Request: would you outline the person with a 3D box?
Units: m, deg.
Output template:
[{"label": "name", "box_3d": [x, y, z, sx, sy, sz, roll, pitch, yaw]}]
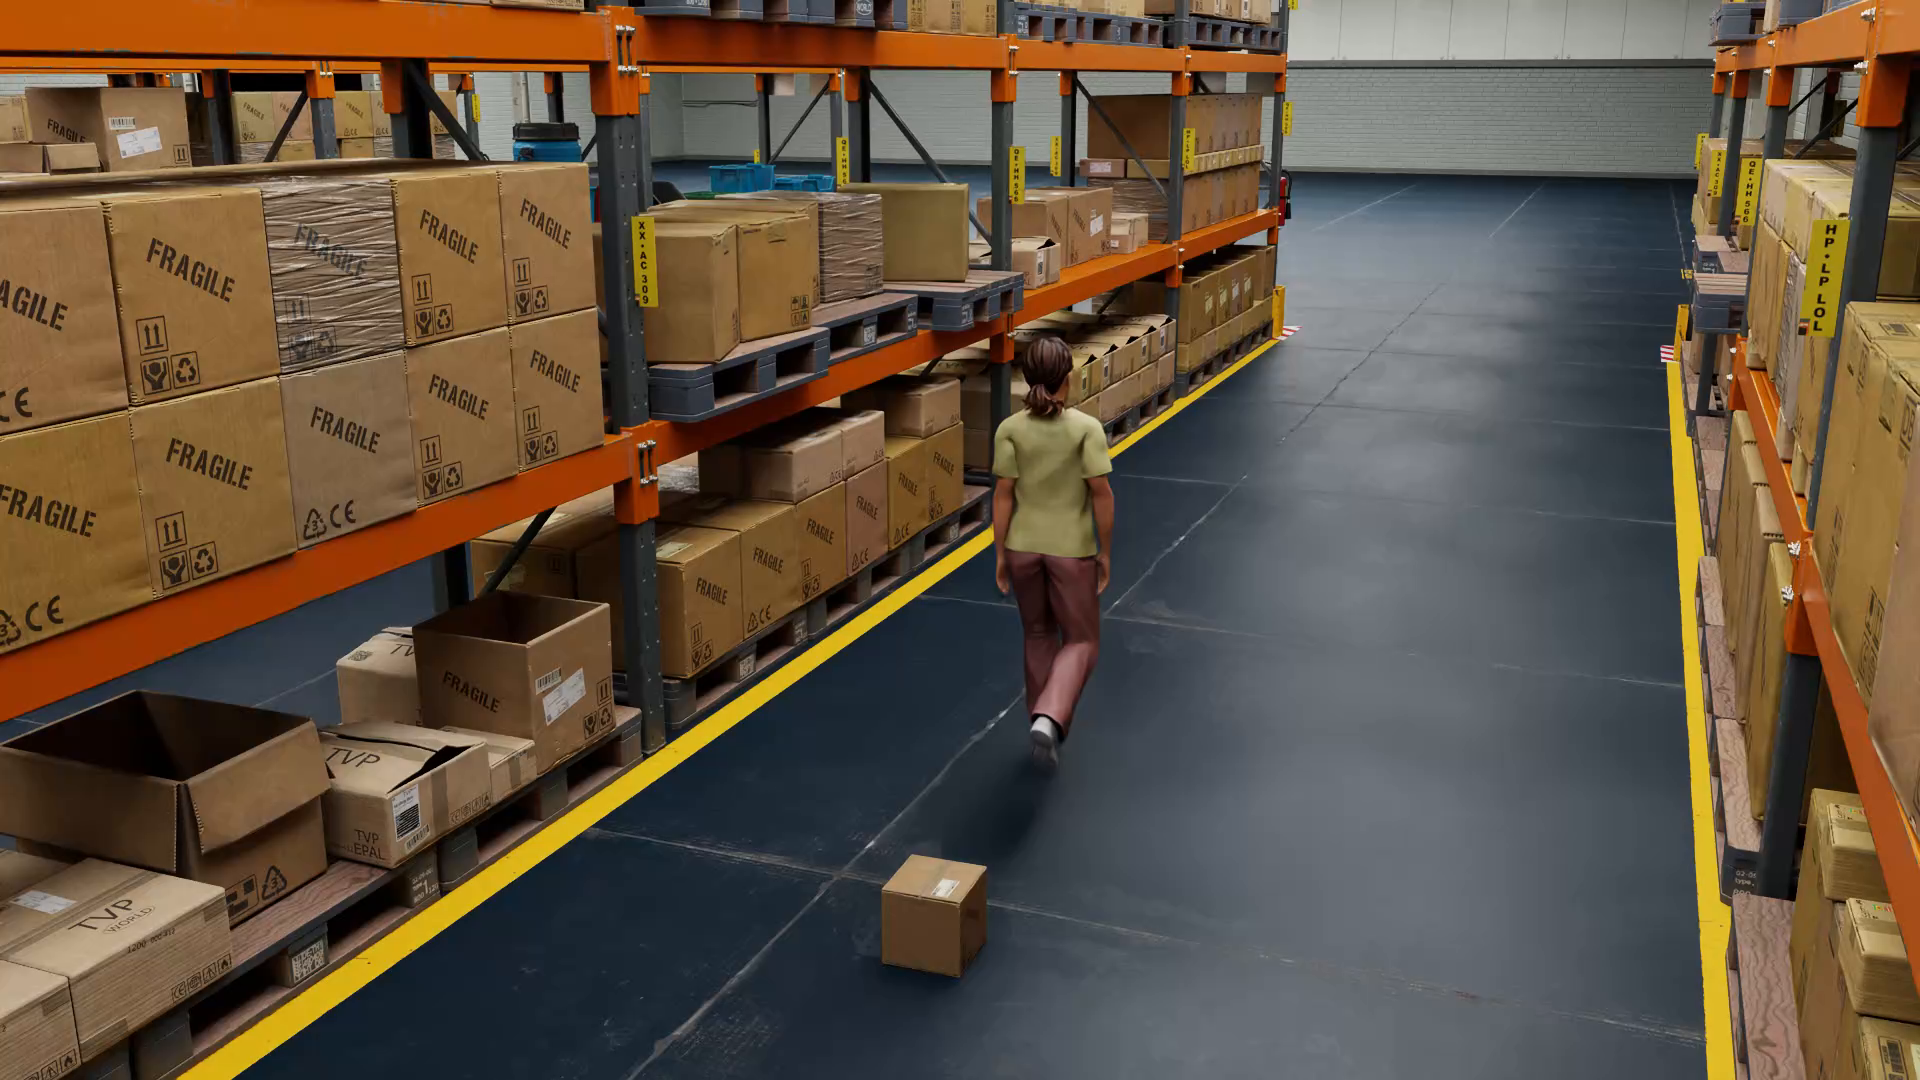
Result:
[{"label": "person", "box_3d": [0.336, 0.078, 6.198, 0.457, 1.649, 0.769, 4, 16, 14]}]
